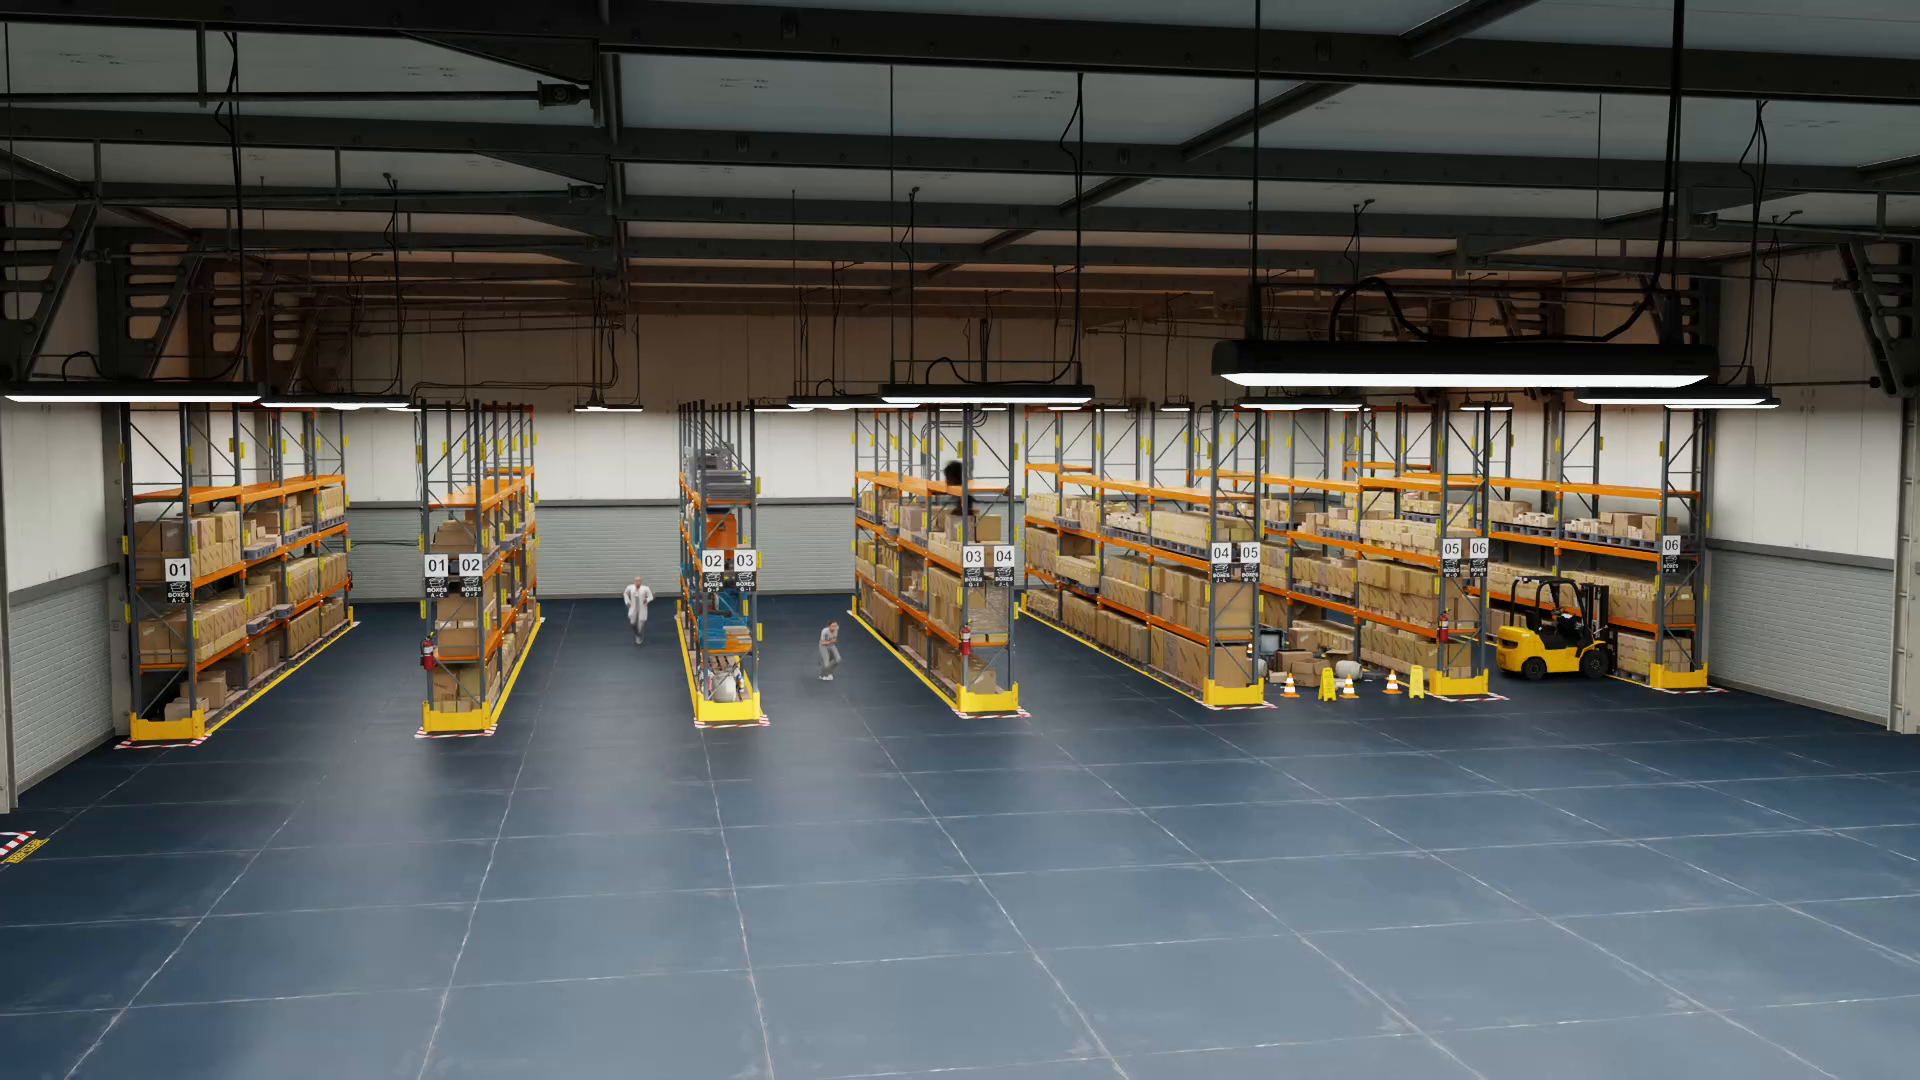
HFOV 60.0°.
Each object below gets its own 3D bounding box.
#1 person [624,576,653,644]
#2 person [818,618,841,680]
[{"bbox_3d":[-8.019,1.754,41.438,0.760,1.725,0.779,0,4,-2],"label":"person"},{"bbox_3d":[-2.799,2.335,35.534,0.578,1.398,0.945,-3,5,-36],"label":"person"}]
